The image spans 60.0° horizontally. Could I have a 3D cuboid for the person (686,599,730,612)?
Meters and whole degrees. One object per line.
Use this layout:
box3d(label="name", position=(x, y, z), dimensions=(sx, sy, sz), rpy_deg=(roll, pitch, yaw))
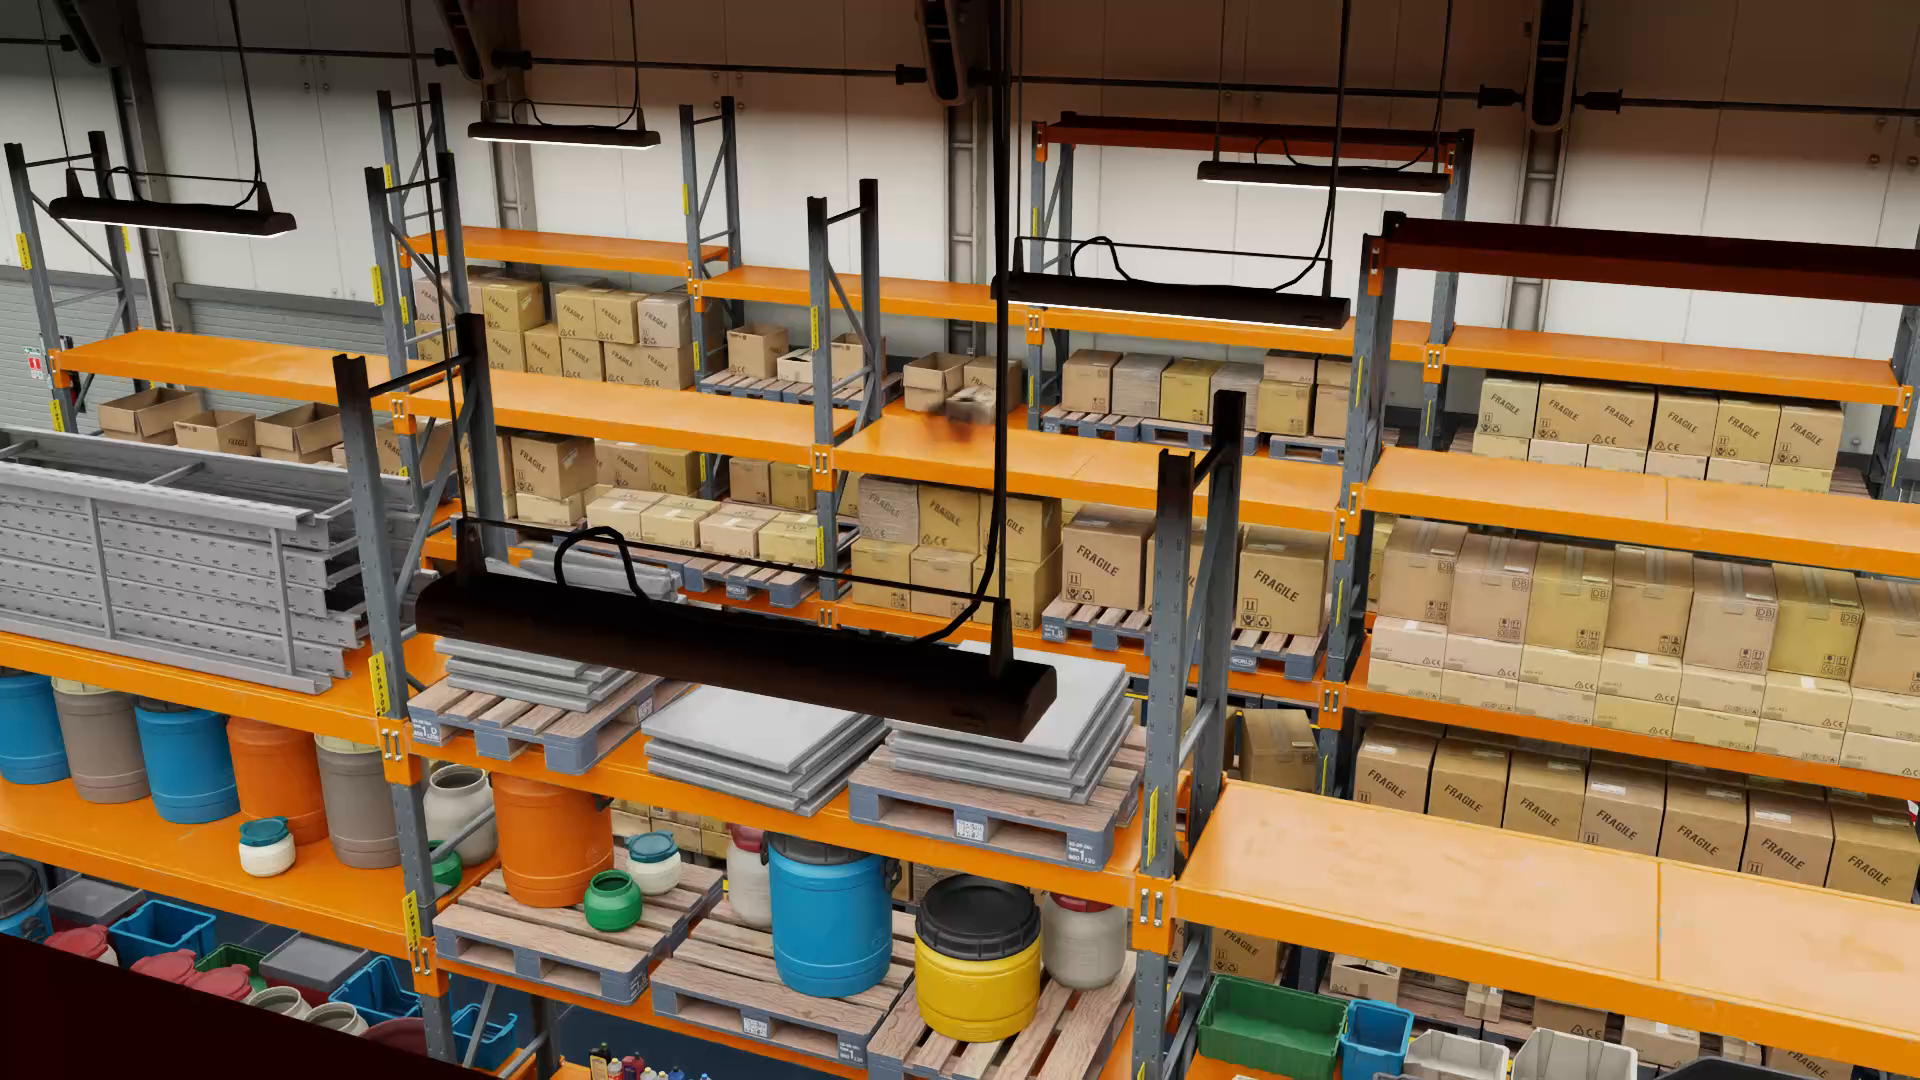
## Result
box3d(label="person", position=(-2.725, 0.849, 17.643), dimensions=(0.569, 1.771, 0.610), rpy_deg=(-13, 24, -31))

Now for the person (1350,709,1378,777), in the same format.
box3d(label="person", position=(3.815, 1.694, 15.557), dimensions=(0.586, 1.725, 0.506), rpy_deg=(12, 24, 29))
